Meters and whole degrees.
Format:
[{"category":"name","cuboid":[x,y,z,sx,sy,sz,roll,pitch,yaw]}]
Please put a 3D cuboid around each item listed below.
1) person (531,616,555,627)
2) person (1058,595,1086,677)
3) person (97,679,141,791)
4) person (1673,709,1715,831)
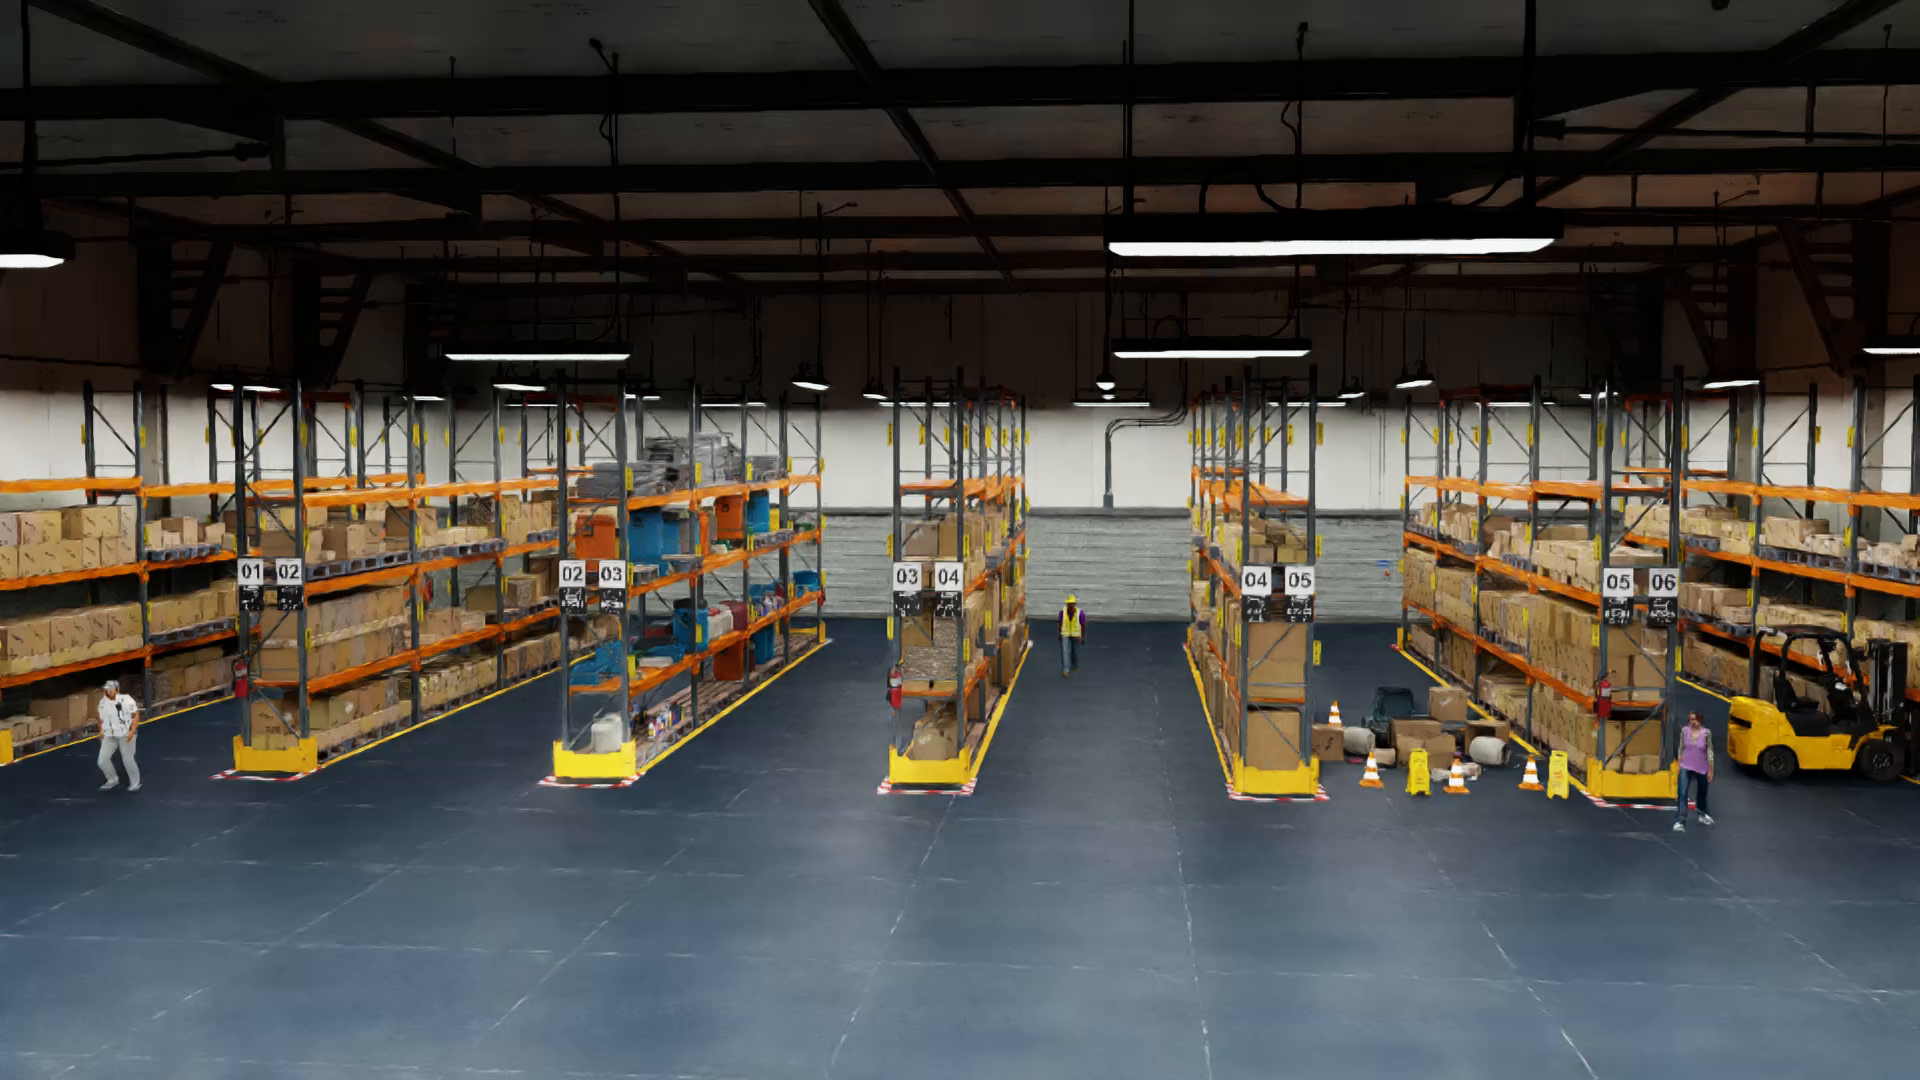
[{"category":"person","cuboid":[-10.786,1.513,43.129,0.657,1.639,0.481,-3,5,-39]},{"category":"person","cuboid":[2.341,1.984,34.819,0.575,1.689,1.128,0,4,3]},{"category":"person","cuboid":[-11.888,2.748,23.455,0.625,1.611,0.574,0,4,4]},{"category":"person","cuboid":[9.366,2.912,21.187,0.457,1.543,0.884,2,4,30]}]
